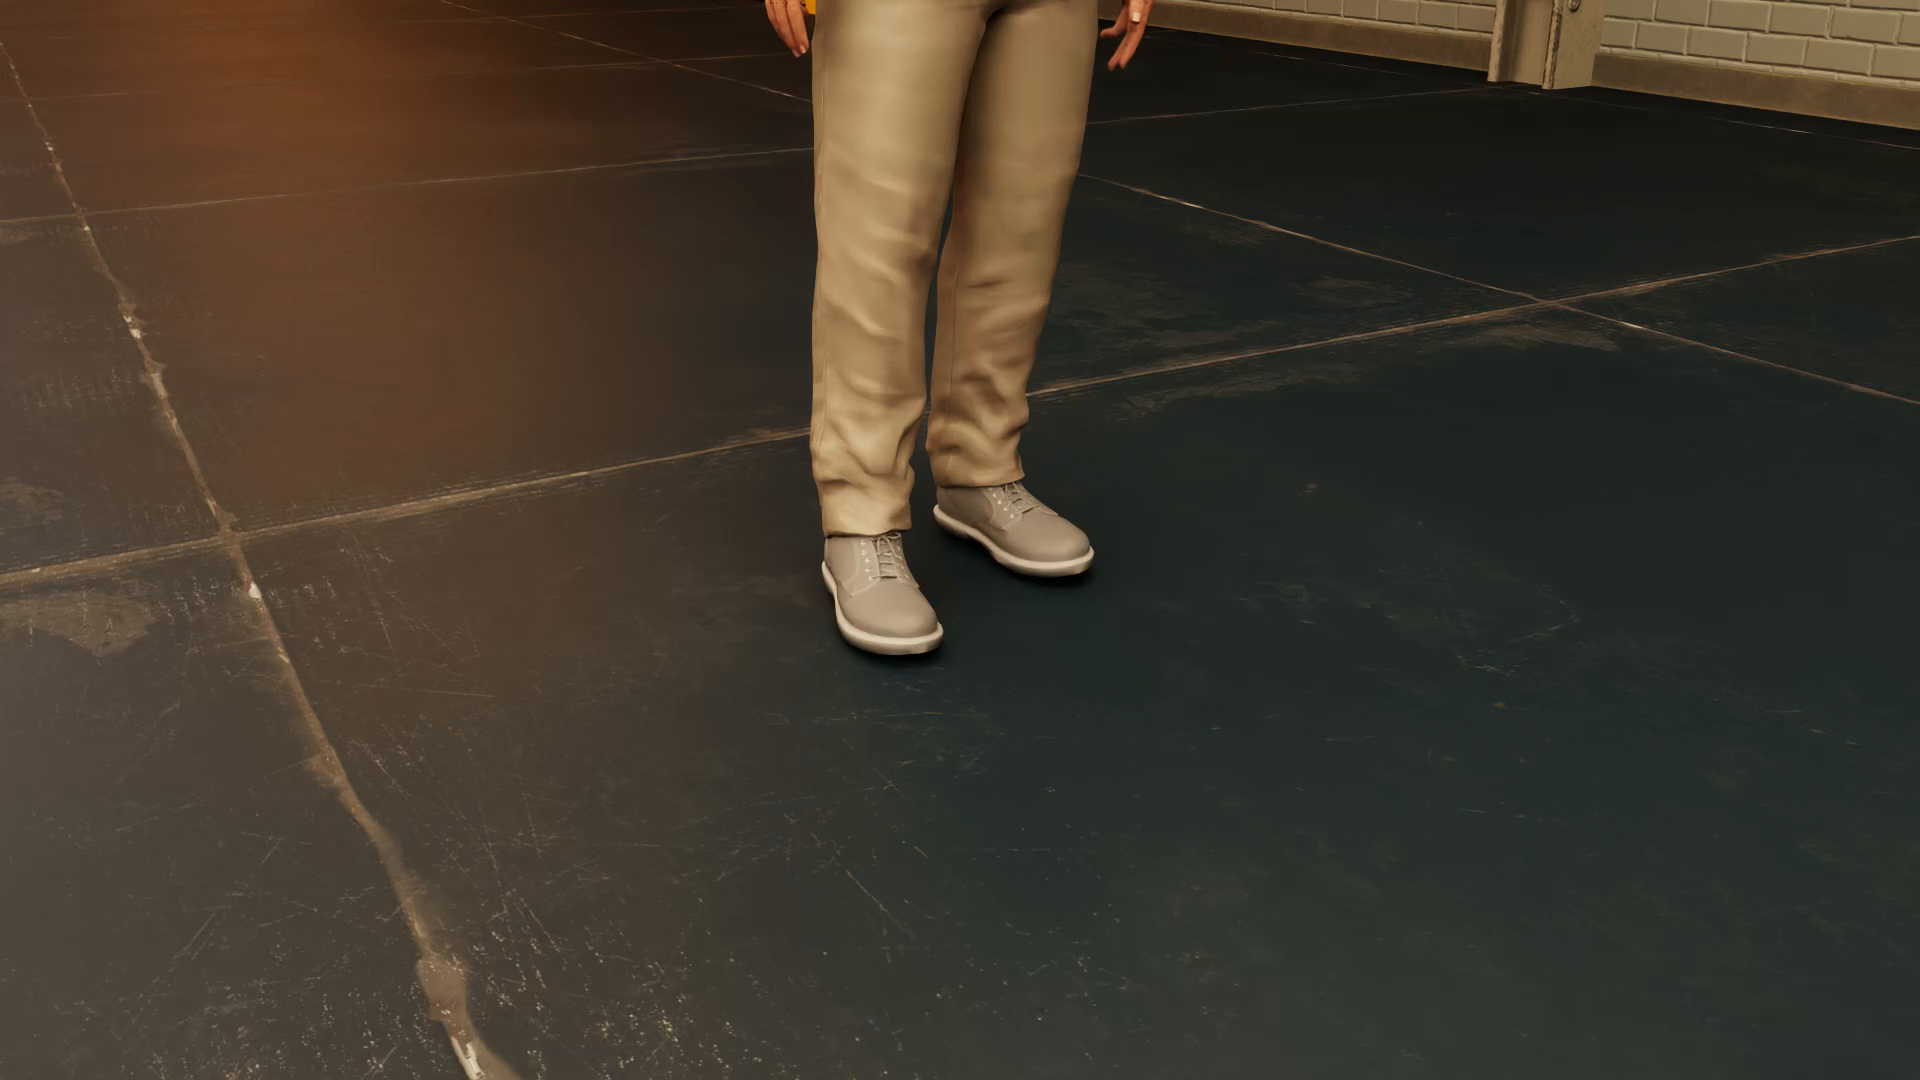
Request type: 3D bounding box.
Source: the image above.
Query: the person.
[{"bbox_3d":[0.034,-0.774,2.226,0.640,1.727,0.551,-12,25,-28],"label":"person"}]
